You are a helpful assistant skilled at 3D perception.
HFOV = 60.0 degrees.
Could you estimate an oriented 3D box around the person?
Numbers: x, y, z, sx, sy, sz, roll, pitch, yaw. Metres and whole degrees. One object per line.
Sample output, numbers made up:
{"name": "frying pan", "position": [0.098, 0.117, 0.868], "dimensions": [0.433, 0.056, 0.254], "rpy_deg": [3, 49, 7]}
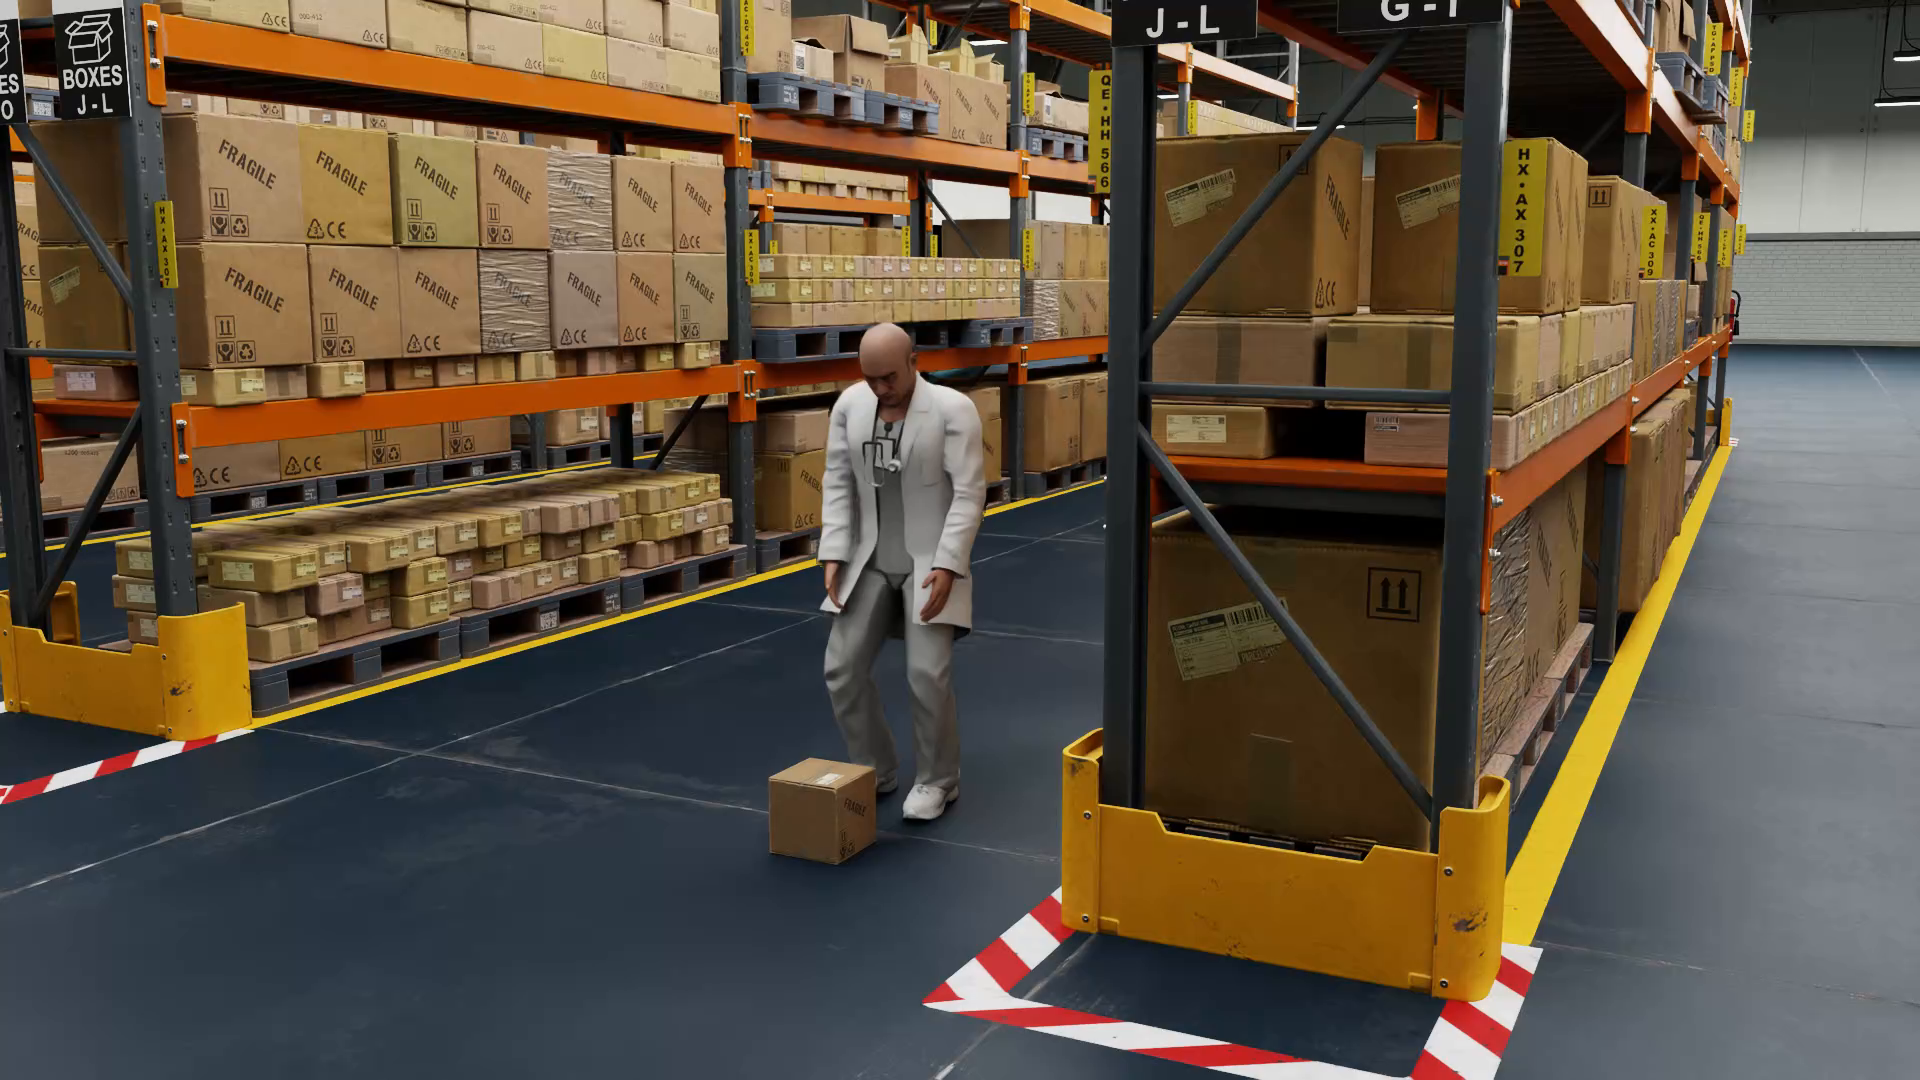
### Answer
{"name": "person", "position": [-0.187, 0.101, 5.645], "dimensions": [0.607, 1.672, 0.503], "rpy_deg": [4, 10, 26]}
